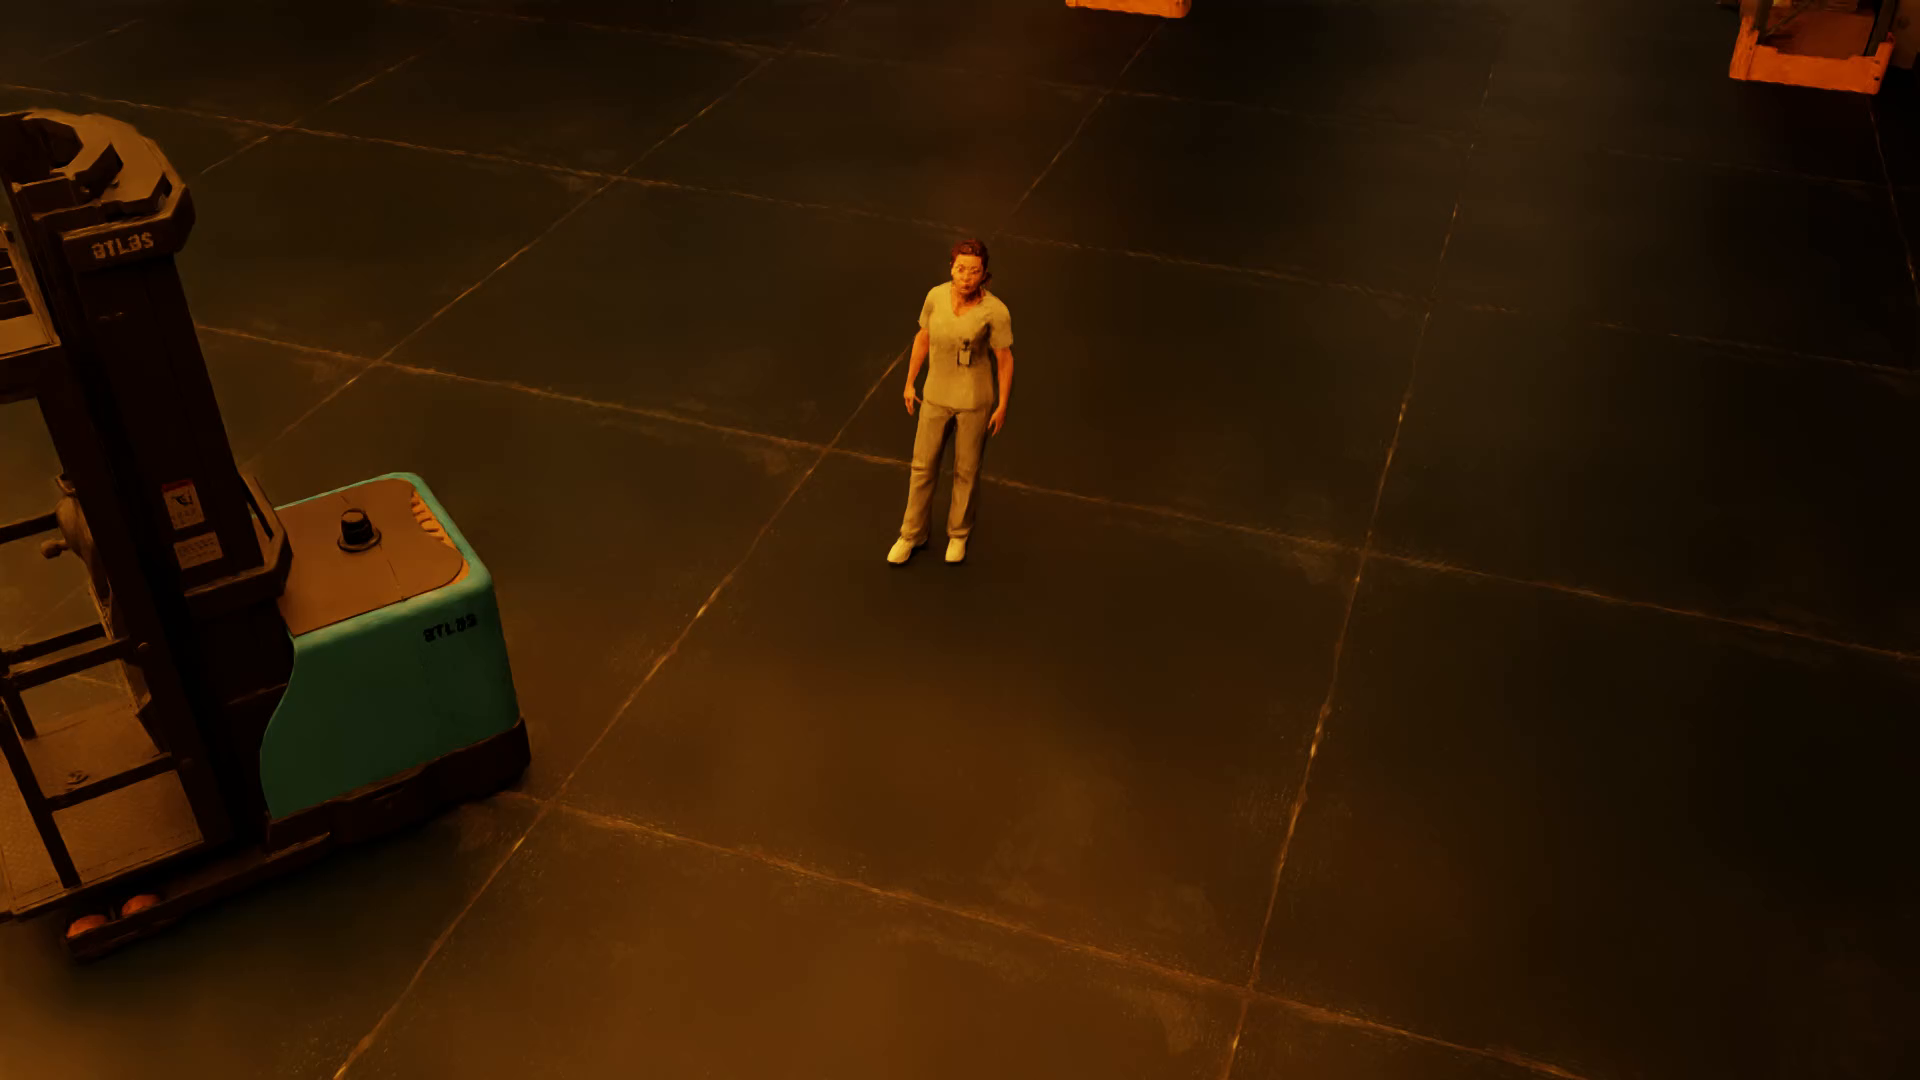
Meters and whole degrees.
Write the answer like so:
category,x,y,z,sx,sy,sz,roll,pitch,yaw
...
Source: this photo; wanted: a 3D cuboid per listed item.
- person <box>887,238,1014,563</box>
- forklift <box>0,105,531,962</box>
category,x,y,z,sx,sy,sz,roll,pitch,yaw
person,-0.037,-0.652,8.103,0.550,1.674,0.548,12,37,16
forklift,-3.366,0.058,6.029,3.031,2.935,1.130,-21,40,-27
